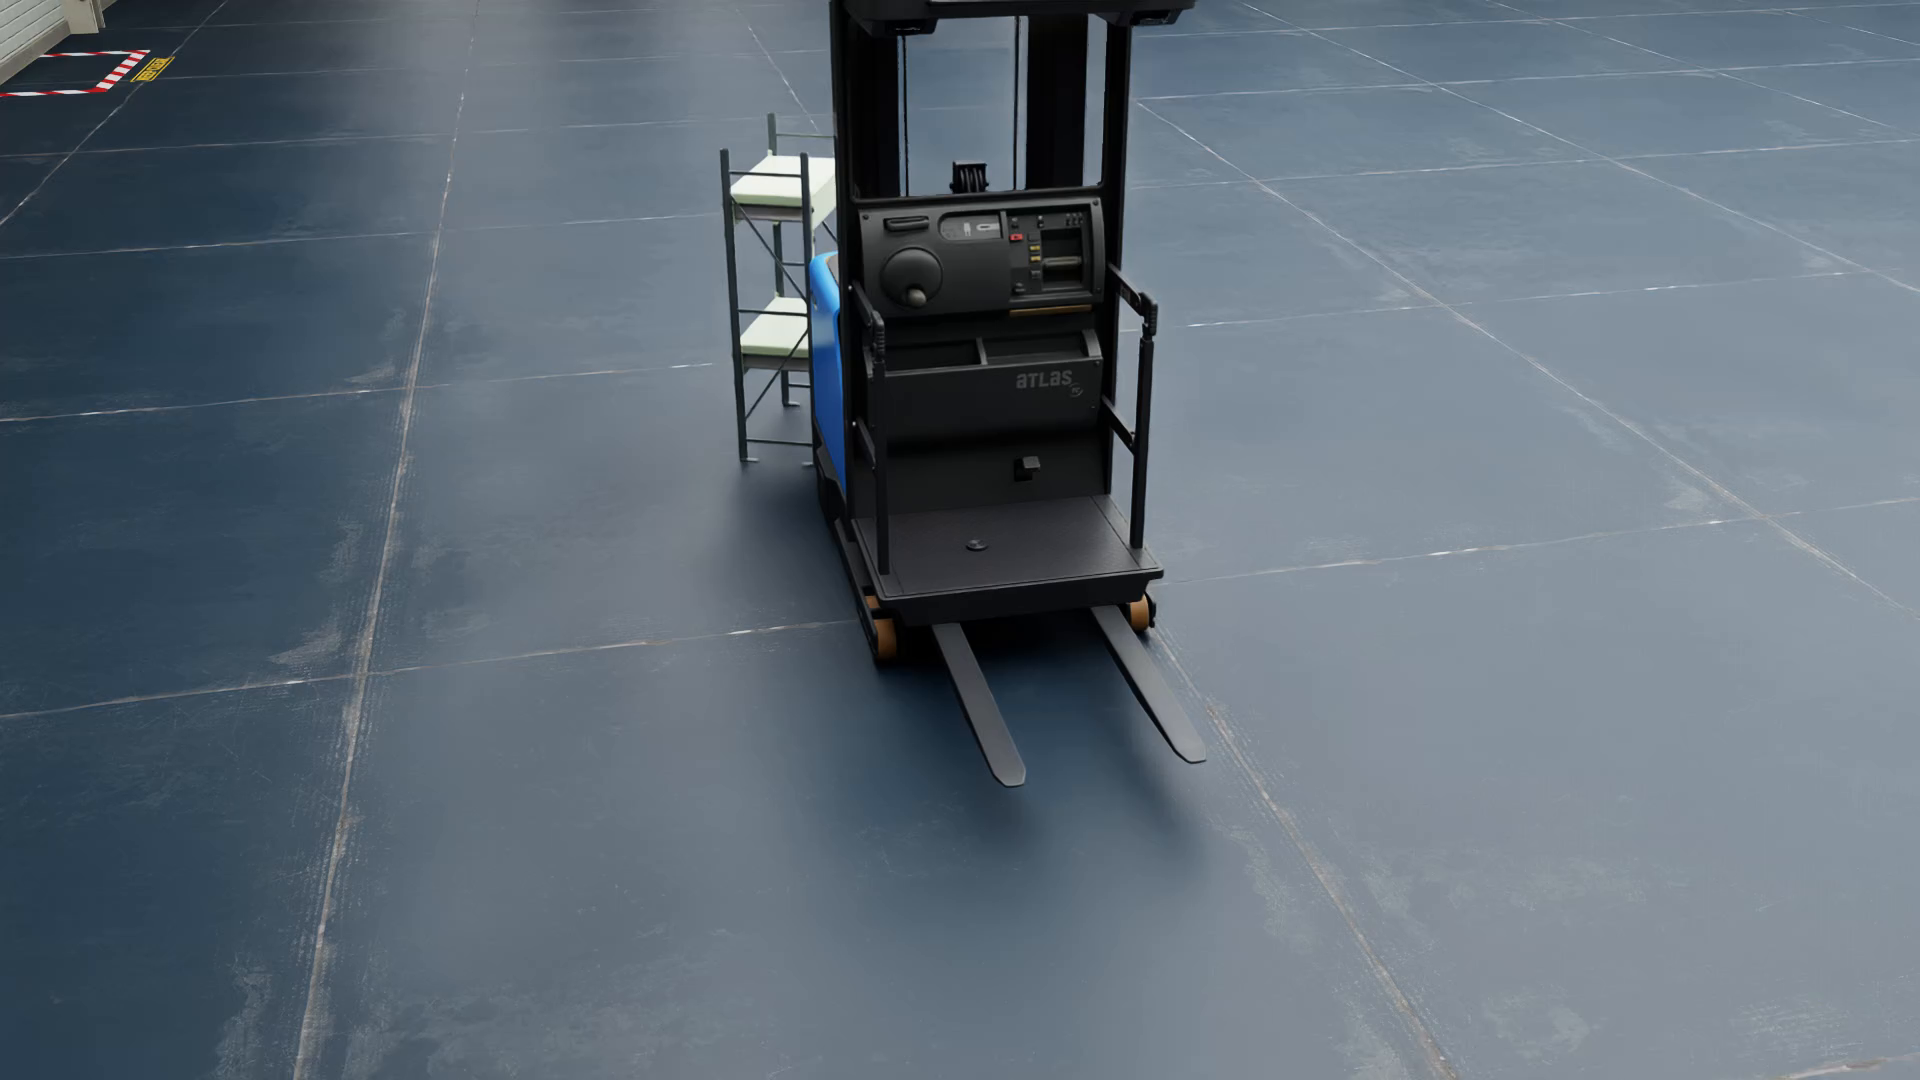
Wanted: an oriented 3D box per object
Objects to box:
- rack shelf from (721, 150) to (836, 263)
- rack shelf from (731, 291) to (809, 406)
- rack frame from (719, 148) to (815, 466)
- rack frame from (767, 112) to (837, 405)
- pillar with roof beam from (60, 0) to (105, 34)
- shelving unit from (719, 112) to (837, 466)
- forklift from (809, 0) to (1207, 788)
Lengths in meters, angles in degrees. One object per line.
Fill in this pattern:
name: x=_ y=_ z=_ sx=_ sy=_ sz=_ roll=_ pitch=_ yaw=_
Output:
rack shelf: x=-0.795 y=-1.551 z=7.792 sx=0.431 sy=0.370 sz=0.720 roll=5 pitch=27 yaw=10
rack shelf: x=-0.795 y=-0.912 z=8.115 sx=0.431 sy=0.370 sz=0.720 roll=5 pitch=27 yaw=10
rack frame: x=-0.863 y=-1.041 z=7.647 sx=0.400 sy=1.500 sz=0.023 roll=5 pitch=27 yaw=10
rack frame: x=-0.727 y=-1.365 z=8.289 sx=0.400 sy=1.500 sz=0.023 roll=5 pitch=27 yaw=10
pillar with roof beam: x=-5.500 y=-10.110 z=17.294 sx=9.100 sy=9.000 sz=0.400 roll=-6 pitch=27 yaw=-12
shelving unit: x=-0.795 y=-1.203 z=7.968 sx=0.431 sy=1.500 sz=0.755 roll=5 pitch=27 yaw=10
forklift: x=0.137 y=-1.033 z=6.044 sx=1.130 sy=2.935 sz=3.031 roll=-6 pitch=27 yaw=-11
